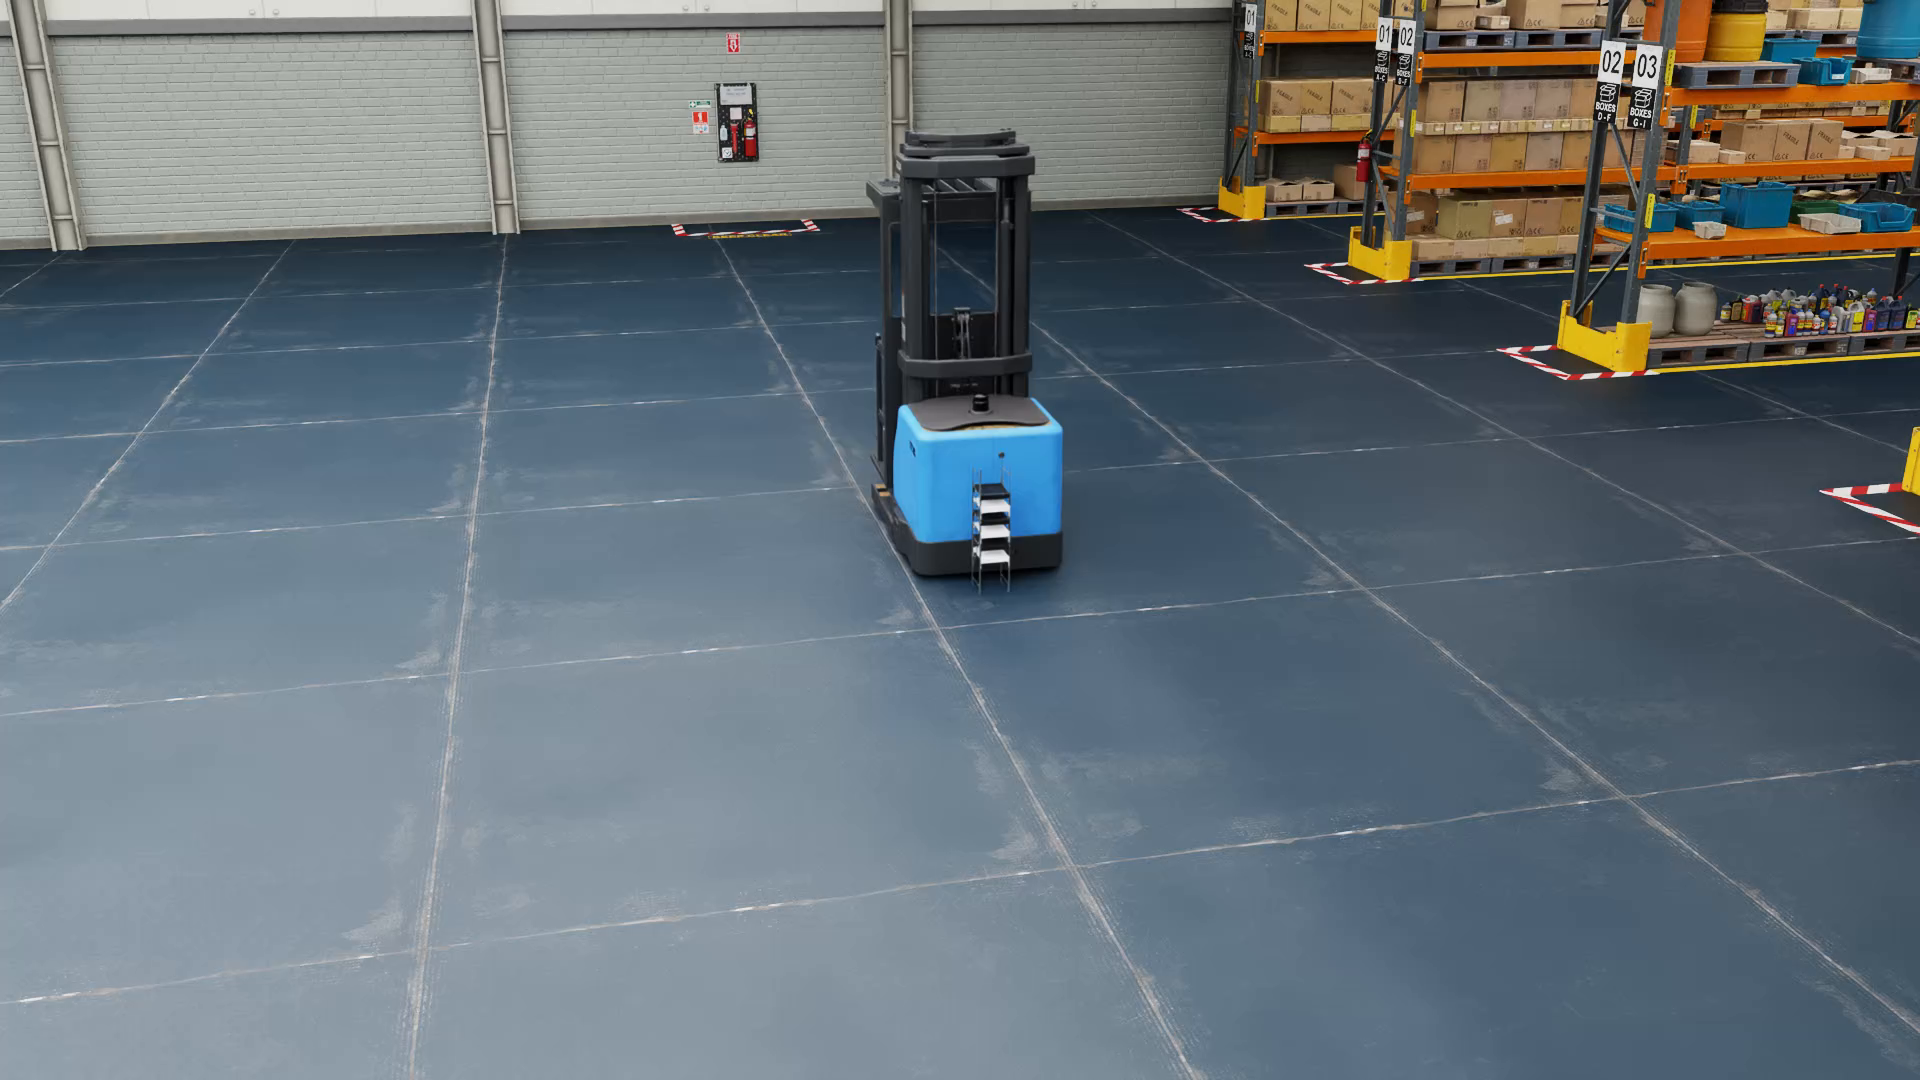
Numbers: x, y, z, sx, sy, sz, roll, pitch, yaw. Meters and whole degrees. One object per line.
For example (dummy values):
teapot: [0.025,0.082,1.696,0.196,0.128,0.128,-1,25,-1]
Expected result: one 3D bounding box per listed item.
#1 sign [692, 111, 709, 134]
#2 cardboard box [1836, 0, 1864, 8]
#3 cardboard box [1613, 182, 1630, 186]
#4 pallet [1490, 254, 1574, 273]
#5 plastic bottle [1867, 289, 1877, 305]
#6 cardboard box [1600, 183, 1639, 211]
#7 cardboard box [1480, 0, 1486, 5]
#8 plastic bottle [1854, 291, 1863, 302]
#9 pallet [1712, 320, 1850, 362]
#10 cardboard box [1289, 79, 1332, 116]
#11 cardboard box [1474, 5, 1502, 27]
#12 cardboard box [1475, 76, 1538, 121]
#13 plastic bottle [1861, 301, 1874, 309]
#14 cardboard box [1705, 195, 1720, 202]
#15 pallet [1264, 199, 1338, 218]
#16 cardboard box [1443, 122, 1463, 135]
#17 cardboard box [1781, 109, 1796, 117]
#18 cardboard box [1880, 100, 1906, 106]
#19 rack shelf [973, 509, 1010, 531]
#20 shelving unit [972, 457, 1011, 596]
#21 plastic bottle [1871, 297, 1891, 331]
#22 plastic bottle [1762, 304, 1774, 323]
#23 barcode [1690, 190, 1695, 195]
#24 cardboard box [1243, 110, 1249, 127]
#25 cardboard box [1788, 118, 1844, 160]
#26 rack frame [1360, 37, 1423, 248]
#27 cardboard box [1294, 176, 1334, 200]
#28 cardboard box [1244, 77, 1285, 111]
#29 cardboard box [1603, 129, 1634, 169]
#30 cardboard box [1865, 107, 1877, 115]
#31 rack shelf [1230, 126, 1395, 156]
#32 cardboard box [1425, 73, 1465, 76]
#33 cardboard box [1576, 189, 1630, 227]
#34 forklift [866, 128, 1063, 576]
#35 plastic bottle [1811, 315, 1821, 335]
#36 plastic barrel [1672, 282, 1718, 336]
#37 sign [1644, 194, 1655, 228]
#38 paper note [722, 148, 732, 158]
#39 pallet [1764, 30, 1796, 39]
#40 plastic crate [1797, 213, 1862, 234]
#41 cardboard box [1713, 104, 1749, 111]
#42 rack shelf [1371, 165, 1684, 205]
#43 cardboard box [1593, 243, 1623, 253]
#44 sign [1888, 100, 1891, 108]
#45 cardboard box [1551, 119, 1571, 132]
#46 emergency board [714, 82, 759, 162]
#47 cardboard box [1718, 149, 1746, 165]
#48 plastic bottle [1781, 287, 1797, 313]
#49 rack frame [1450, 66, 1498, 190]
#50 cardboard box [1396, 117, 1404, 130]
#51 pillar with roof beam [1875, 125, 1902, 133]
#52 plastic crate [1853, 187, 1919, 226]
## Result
sign: [-3.922,-6.317,25.146,0.234,0.329,0.001,-5,21,-12]
cardboard box: [14.680,-9.135,27.746,0.500,0.500,0.700,-5,21,-13]
cardboard box: [10.979,-6.212,27.905,0.500,0.500,0.700,-5,21,-13]
pallet: [7.474,-3.825,22.448,1.213,0.211,1.003,-5,21,-12]
plastic bottle: [10.172,-2.669,18.568,0.097,0.271,0.097,0,20,0]
cardboard box: [8.923,-4.607,22.827,0.500,0.500,0.500,-5,21,-12]
cardboard box: [7.866,-8.280,26.023,0.500,0.500,0.500,-4,21,-11]
plastic bottle: [9.889,-2.605,18.373,0.133,0.283,0.061,-5,21,-12]
pallet: [8.730,-2.176,17.948,1.213,0.211,1.003,-5,21,-12]
cardboard box: [5.428,-6.886,25.850,0.500,0.500,0.500,-5,21,-12]
cardboard box: [6.614,-6.744,21.408,0.500,0.250,0.500,-5,21,-12]
cardboard box: [7.064,-5.741,21.594,0.500,0.500,0.700,-5,21,-12]
plastic bottle: [9.777,-2.435,17.921,0.135,0.276,0.152,-5,21,-12]
cardboard box: [10.766,-4.660,23.247,0.500,0.311,0.500,-5,21,-13]
pallet: [5.283,-5.371,26.670,1.213,0.211,1.003,-5,21,-12]
cardboard box: [6.242,-5.296,21.324,0.250,0.149,0.380,-5,21,-14]
cardboard box: [13.815,-7.206,27.962,0.250,0.149,0.380,-4,21,-12]
cardboard box: [15.697,-7.647,28.222,0.500,0.500,0.500,-5,21,-13]
rack shelf: [0.210,-0.141,11.227,0.200,0.077,0.258,-5,21,-12]
shelving unit: [0.210,-0.088,11.246,0.210,0.900,0.258,-5,21,-12]
plastic bottle: [9.836,-2.422,17.778,0.185,0.351,0.144,-6,21,-15]
plastic bottle: [8.810,-2.472,18.130,0.097,0.201,0.097,0,20,0]
barcode: [9.791,-4.645,22.233,0.075,0.075,0.001,-5,21,-12]
cardboard box: [4.821,-6.663,26.331,0.500,0.250,0.500,-4,21,-12]
cardboard box: [11.710,-5.506,22.839,0.500,0.500,0.500,-6,21,-15]
rack frame: [5.554,-4.964,21.505,0.127,3.000,1.000,-5,21,-12]
cardboard box: [5.659,-5.636,26.608,0.500,0.311,0.500,-3,20,-8]
cardboard box: [4.820,-7.021,26.220,0.500,0.500,0.500,-5,21,-13]
cardboard box: [8.505,-5.246,22.131,0.500,0.500,0.700,-5,21,-13]
cardboard box: [15.322,-7.308,28.241,0.250,0.149,0.380,-4,20,-11]
rack shelf: [6.357,-6.442,26.587,4.000,0.370,1.077,-5,21,-12]
cardboard box: [7.798,-7.262,26.878,0.500,0.500,0.500,-5,21,-14]
cardboard box: [8.557,-4.393,22.244,0.500,0.500,0.500,-5,21,-12]
forklift: [-0.082,-1.603,12.431,1.130,2.935,3.031,-4,21,-11]
plastic bottle: [9.054,-2.280,17.608,0.097,0.201,0.097,0,20,0]
plastic barrel: [7.801,-2.452,17.654,0.421,0.512,0.421,0,20,0]
sign: [6.813,-3.251,16.427,0.005,0.325,0.100,-5,21,-12]
paper note: [-3.548,-5.905,25.353,0.142,0.148,0.016,-5,21,-12]
pallet: [10.302,-6.673,22.089,1.217,0.209,0.805,-5,21,-15]
plastic crate: [9.061,-3.285,17.305,0.437,0.136,0.530,-5,21,-12]
cardboard box: [12.728,-7.404,27.559,0.500,0.500,0.500,-4,21,-11]
rack shelf: [7.500,-4.785,22.061,4.000,0.370,1.077,-5,21,-12]
cardboard box: [8.557,-4.041,22.371,0.500,0.250,0.500,-5,21,-12]
sign: [13.205,-6.285,23.542,0.005,0.325,0.100,-5,21,-12]
cardboard box: [7.738,-5.417,21.653,0.250,0.149,0.380,-4,20,-11]
emergency board: [-3.360,-6.309,25.177,0.643,1.169,0.194,-5,21,-12]
cardboard box: [10.356,-5.164,22.417,0.250,0.149,0.380,-5,21,-12]
plastic bottle: [9.105,-2.611,18.294,0.185,0.351,0.144,-5,21,-13]
rack frame: [8.303,-6.939,26.895,0.127,3.000,1.000,-5,21,-12]
cardboard box: [5.882,-5.410,21.633,0.250,0.149,0.380,-5,21,-13]
pillar with roof beam: [17.561,-9.293,24.600,0.400,9.000,9.100,-5,21,-12]
plastic crate: [10.044,-3.594,17.856,0.504,0.338,0.767,-5,21,-12]
